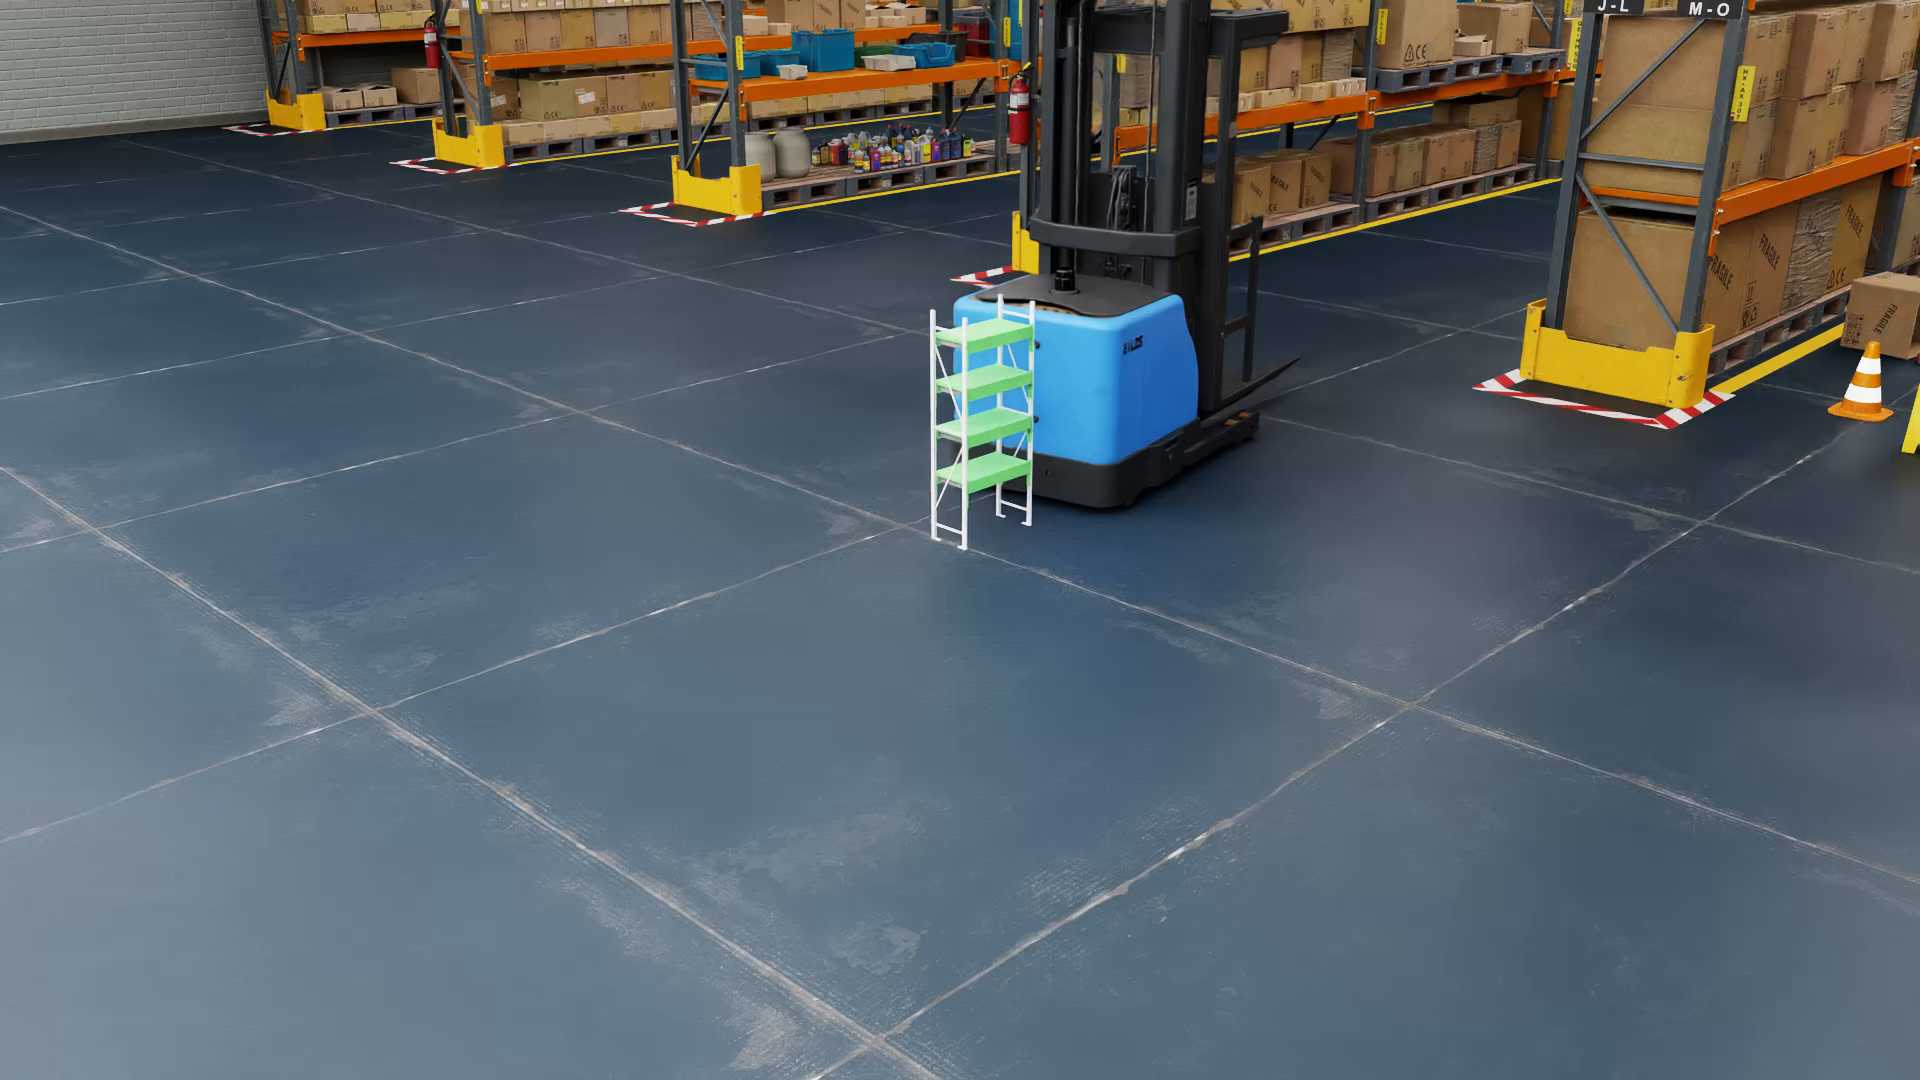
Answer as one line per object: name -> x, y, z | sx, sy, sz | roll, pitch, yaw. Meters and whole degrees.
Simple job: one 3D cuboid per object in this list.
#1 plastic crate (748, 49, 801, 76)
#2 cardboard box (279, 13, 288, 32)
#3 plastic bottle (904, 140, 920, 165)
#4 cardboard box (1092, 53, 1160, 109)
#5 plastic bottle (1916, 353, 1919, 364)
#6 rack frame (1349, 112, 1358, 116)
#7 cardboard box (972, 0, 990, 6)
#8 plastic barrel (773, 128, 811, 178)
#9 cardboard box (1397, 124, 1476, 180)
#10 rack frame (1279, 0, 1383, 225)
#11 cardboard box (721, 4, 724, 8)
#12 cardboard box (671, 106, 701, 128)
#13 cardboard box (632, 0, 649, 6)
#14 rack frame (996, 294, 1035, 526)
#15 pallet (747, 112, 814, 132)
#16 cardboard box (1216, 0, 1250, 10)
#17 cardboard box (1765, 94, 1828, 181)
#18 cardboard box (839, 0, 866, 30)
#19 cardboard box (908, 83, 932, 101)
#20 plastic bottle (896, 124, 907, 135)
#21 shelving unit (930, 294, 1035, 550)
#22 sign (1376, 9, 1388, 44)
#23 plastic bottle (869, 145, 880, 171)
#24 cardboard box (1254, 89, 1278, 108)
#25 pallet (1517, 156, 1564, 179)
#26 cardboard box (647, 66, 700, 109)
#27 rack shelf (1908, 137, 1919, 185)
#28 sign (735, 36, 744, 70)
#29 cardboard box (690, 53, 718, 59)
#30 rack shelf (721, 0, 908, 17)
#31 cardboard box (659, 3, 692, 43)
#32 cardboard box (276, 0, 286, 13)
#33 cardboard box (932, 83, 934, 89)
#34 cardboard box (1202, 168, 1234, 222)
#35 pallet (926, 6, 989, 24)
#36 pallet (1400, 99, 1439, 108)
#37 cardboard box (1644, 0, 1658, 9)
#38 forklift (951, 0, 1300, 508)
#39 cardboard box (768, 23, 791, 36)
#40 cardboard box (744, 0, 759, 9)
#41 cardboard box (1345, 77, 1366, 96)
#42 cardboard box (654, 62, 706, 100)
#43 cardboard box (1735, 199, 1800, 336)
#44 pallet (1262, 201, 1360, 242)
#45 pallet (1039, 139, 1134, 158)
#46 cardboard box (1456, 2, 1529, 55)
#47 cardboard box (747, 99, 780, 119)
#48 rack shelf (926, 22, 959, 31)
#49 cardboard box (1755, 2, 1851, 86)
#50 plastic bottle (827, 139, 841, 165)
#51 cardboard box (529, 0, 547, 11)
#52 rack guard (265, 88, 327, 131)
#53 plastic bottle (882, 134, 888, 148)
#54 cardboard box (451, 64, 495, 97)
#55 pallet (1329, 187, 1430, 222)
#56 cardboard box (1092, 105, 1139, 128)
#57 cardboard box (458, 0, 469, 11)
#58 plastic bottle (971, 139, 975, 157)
plastic crate -> -2.033, -5.244, 18.244 | 0.499, 0.251, 0.408 | 19, 28, 41
cardboard box -> -9.536, -7.532, 24.170 | 0.500, 0.250, 0.500 | -20, 28, -41
plastic bottle -> -0.553, -4.496, 19.273 | 0.135, 0.276, 0.152 | -20, 28, -41
cardboard box -> 1.327, -4.025, 14.310 | 0.875, 0.500, 0.500 | 19, 28, 41
plastic bottle -> 6.961, -1.275, 11.806 | 0.283, 0.061, 0.133 | 9, 23, 23
rack frame -> 5.746, -8.029, 25.282 | 1.000, 3.000, 0.127 | 19, 28, 41
cardboard box -> 0.543, -8.861, 26.724 | 0.500, 0.500, 0.700 | -14, 25, -32
plastic barrel -> -1.871, -4.296, 18.453 | 0.421, 0.512, 0.421 | 0, 21, 0
cardboard box -> 5.283, -4.329, 18.527 | 0.500, 0.500, 0.700 | -17, 27, -38
rack frame -> 3.714, -4.733, 16.707 | 1.000, 3.000, 0.127 | 19, 28, 41
cardboard box -> -4.099, -9.520, 29.484 | 0.250, 0.149, 0.380 | -20, 28, -41
cardboard box -> -3.904, -5.826, 22.798 | 0.500, 0.250, 0.500 | 19, 28, 41
cardboard box -> -4.304, -7.113, 21.856 | 0.250, 0.149, 0.380 | -19, 28, -41
rack frame -> 0.286, -0.665, 8.633 | 0.240, 1.200, 0.015 | 19, 28, 41
pallet -> -2.895, -6.111, 24.178 | 1.003, 0.211, 1.213 | 19, 28, 41
cardboard box -> 2.204, -4.686, 14.637 | 0.500, 0.500, 0.500 | 19, 28, 41
cardboard box -> 5.482, -2.873, 11.660 | 0.875, 0.550, 0.550 | 19, 28, 41
cardboard box -> -1.750, -7.853, 24.684 | 0.500, 0.500, 0.500 | 17, 27, 38
cardboard box -> -0.783, -6.958, 25.742 | 0.500, 0.250, 0.500 | -19, 28, -41
plastic bottle -> -0.695, -4.838, 20.059 | 0.185, 0.351, 0.144 | -19, 28, -41
shelving unit -> 0.115, -0.603, 8.470 | 0.258, 1.200, 0.503 | 19, 28, 41
sign -> 4.108, -5.003, 16.203 | 0.100, 0.325, 0.005 | 19, 28, 41
plastic bottle -> -0.966, -4.323, 18.814 | 0.133, 0.283, 0.061 | -20, 28, -41
cardboard box -> 2.718, -4.105, 15.423 | 0.380, 0.149, 0.250 | 19, 28, 41
pallet -> 7.108, -4.643, 20.360 | 1.003, 0.211, 1.213 | 19, 28, 41
cardboard box -> -3.905, -6.176, 22.664 | 0.500, 0.500, 0.500 | 19, 28, 41
rack shelf -> 8.592, -3.644, 14.876 | 1.077, 0.370, 4.000 | 19, 28, 41
sign -> -2.234, -4.935, 16.846 | 0.100, 0.325, 0.005 | 19, 28, 41
cardboard box -> -4.607, -8.321, 28.912 | 0.500, 0.500, 0.700 | -20, 29, -41
rack shelf -> -2.747, -9.658, 30.525 | 1.077, 0.370, 4.000 | 19, 28, 41
cardboard box -> -4.049, -7.007, 22.484 | 0.700, 0.500, 0.500 | 19, 28, 40
cardboard box -> -9.547, -7.887, 24.050 | 0.500, 0.500, 0.500 | 19, 28, 40
cardboard box -> -0.106, -7.579, 26.983 | 0.500, 0.500, 0.500 | -19, 28, -40
cardboard box -> 2.214, -3.208, 15.640 | 0.500, 0.500, 0.500 | -17, 27, -37
pallet -> -0.168, -8.344, 26.369 | 1.213, 0.211, 1.003 | 19, 28, 41
pallet -> 7.082, -7.241, 27.119 | 1.003, 0.211, 1.213 | 19, 28, 41
cardboard box -> 8.368, -6.964, 20.975 | 0.797, 0.503, 0.637 | 20, 28, 41
forklift -> 1.179, -2.012, 9.724 | 1.130, 2.935, 3.031 | 13, 25, 31
cardboard box -> -2.617, -7.272, 23.665 | 0.380, 0.149, 0.250 | 19, 28, 41
cardboard box -> -3.747, -9.399, 29.169 | 0.380, 0.149, 0.250 | 19, 28, 40
cardboard box -> 3.775, -4.487, 16.417 | 0.380, 0.149, 0.250 | 19, 28, 41
cardboard box -> -3.929, -6.435, 23.337 | 0.500, 0.500, 0.500 | 19, 28, 41
cardboard box -> 5.445, -2.059, 12.127 | 0.875, 0.875, 0.875 | 19, 28, 40
pallet -> 3.271, -3.250, 16.735 | 1.003, 0.211, 1.213 | 19, 28, 41
pallet -> 1.536, -5.197, 21.803 | 1.003, 0.211, 1.213 | 19, 28, 41
cardboard box -> 5.839, -5.686, 18.463 | 0.500, 0.500, 0.700 | -15, 26, -34
cardboard box -> -2.922, -6.167, 23.686 | 0.500, 0.250, 0.500 | 18, 28, 39
rack shelf -> 0.804, -8.420, 27.302 | 1.077, 0.370, 4.000 | 19, 28, 41
cardboard box -> 5.775, -3.540, 11.890 | 0.875, 0.550, 0.500 | 19, 28, 41
plastic bottle -> -1.463, -4.518, 19.331 | 0.152, 0.276, 0.135 | 20, 28, 41
cardboard box -> -5.386, -6.714, 20.817 | 0.380, 0.149, 0.250 | 19, 28, 41
rack guard -> -9.670, -6.276, 24.207 | 1.175, 0.500, 0.348 | 19, 28, 41
plastic bottle -> -0.903, -4.705, 19.824 | 0.097, 0.271, 0.097 | 0, 21, 0
cardboard box -> -7.628, -7.214, 26.033 | 0.500, 0.500, 0.500 | 17, 27, 37
pallet -> 4.256, -3.632, 17.729 | 1.003, 0.211, 1.213 | 19, 28, 41
cardboard box -> 1.293, -3.601, 14.112 | 0.380, 0.149, 0.250 | 19, 28, 41
cardboard box -> -6.042, -6.680, 20.730 | 0.380, 0.149, 0.250 | 19, 28, 40
plastic bottle -> 0.135, -4.700, 19.910 | 0.097, 0.201, 0.097 | 0, 21, 0
